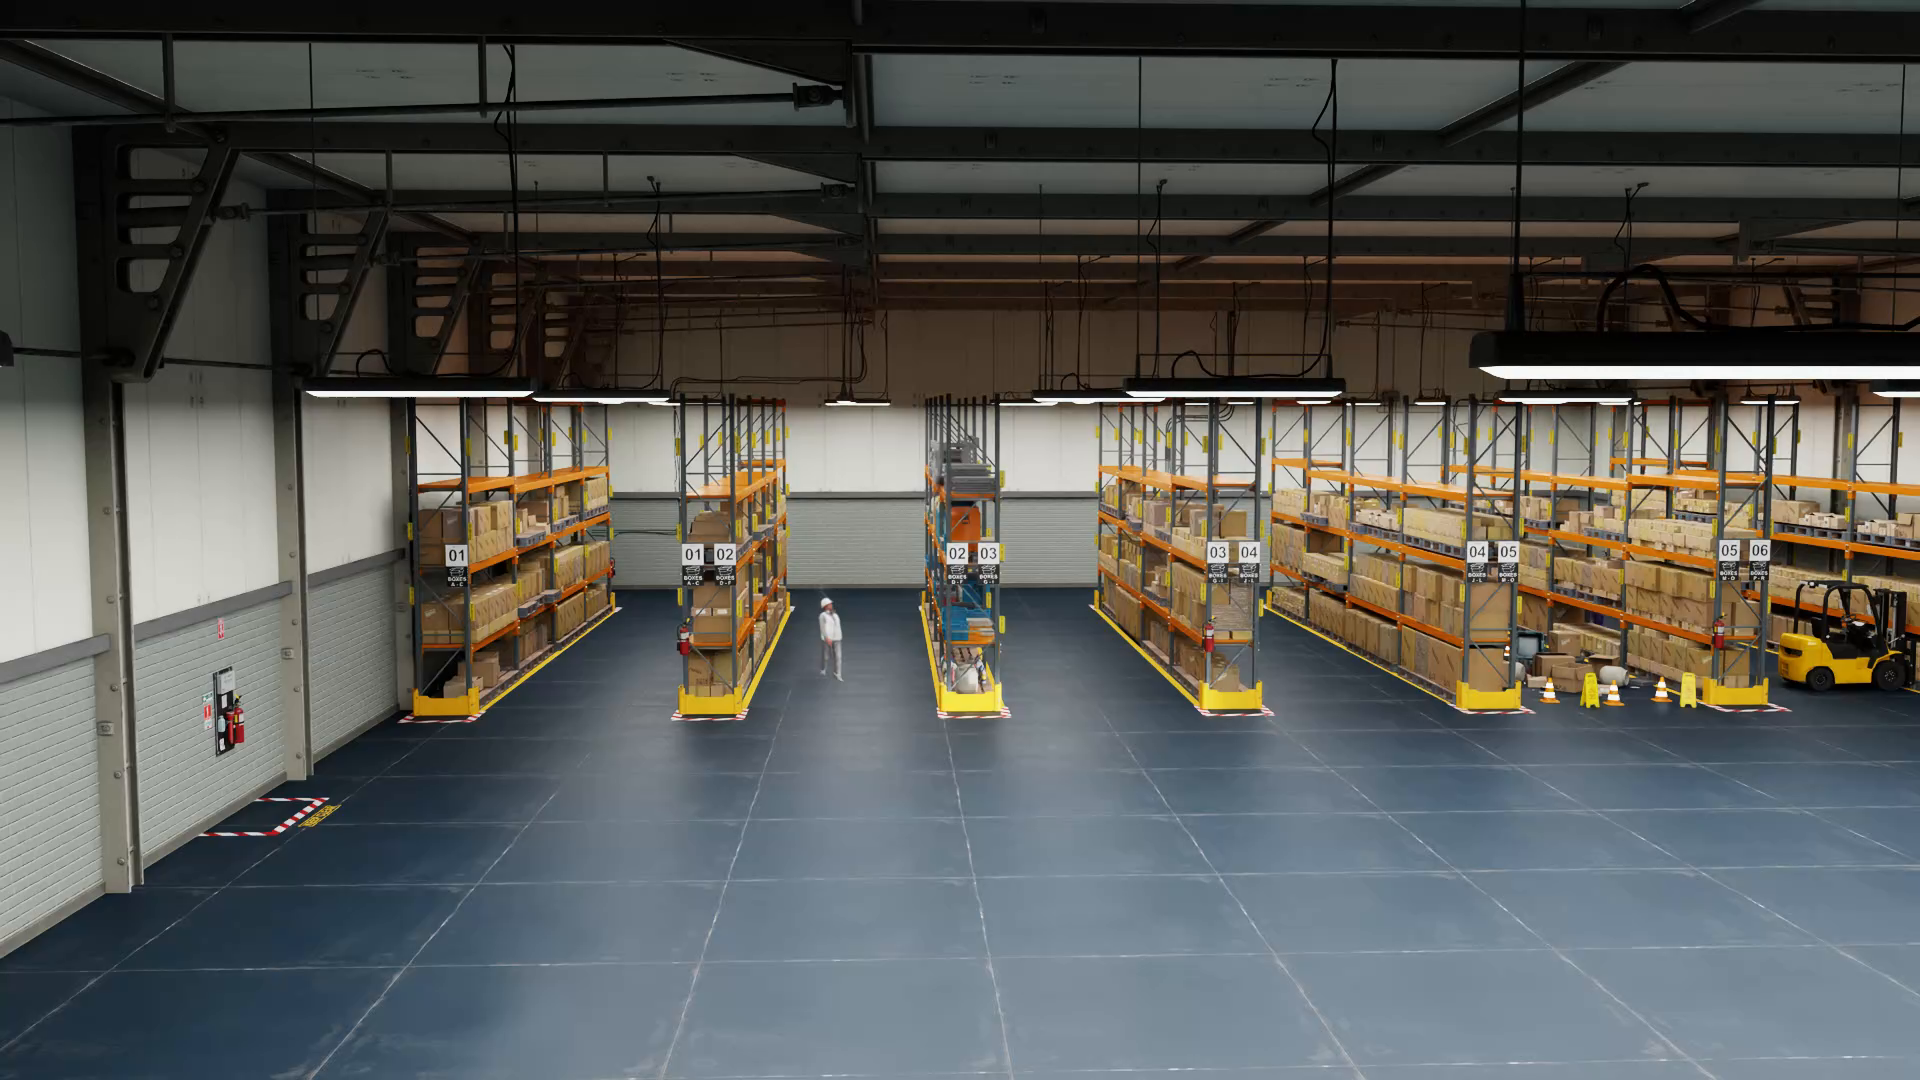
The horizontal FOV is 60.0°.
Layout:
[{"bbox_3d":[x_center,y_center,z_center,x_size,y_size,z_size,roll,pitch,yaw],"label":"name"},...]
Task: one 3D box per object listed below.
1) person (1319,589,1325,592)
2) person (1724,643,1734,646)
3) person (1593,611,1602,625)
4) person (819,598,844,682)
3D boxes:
[{"bbox_3d":[11.339,0.852,51.542,0.550,1.578,0.440,-1,5,-15],"label":"person"},{"bbox_3d":[16.738,2.064,36.357,0.536,1.599,0.439,3,5,33],"label":"person"},{"bbox_3d":[16.299,1.550,42.585,0.387,1.659,0.544,1,5,18],"label":"person"},{"bbox_3d":[-2.721,2.094,34.940,0.492,1.723,0.930,-1,5,-18],"label":"person"}]
